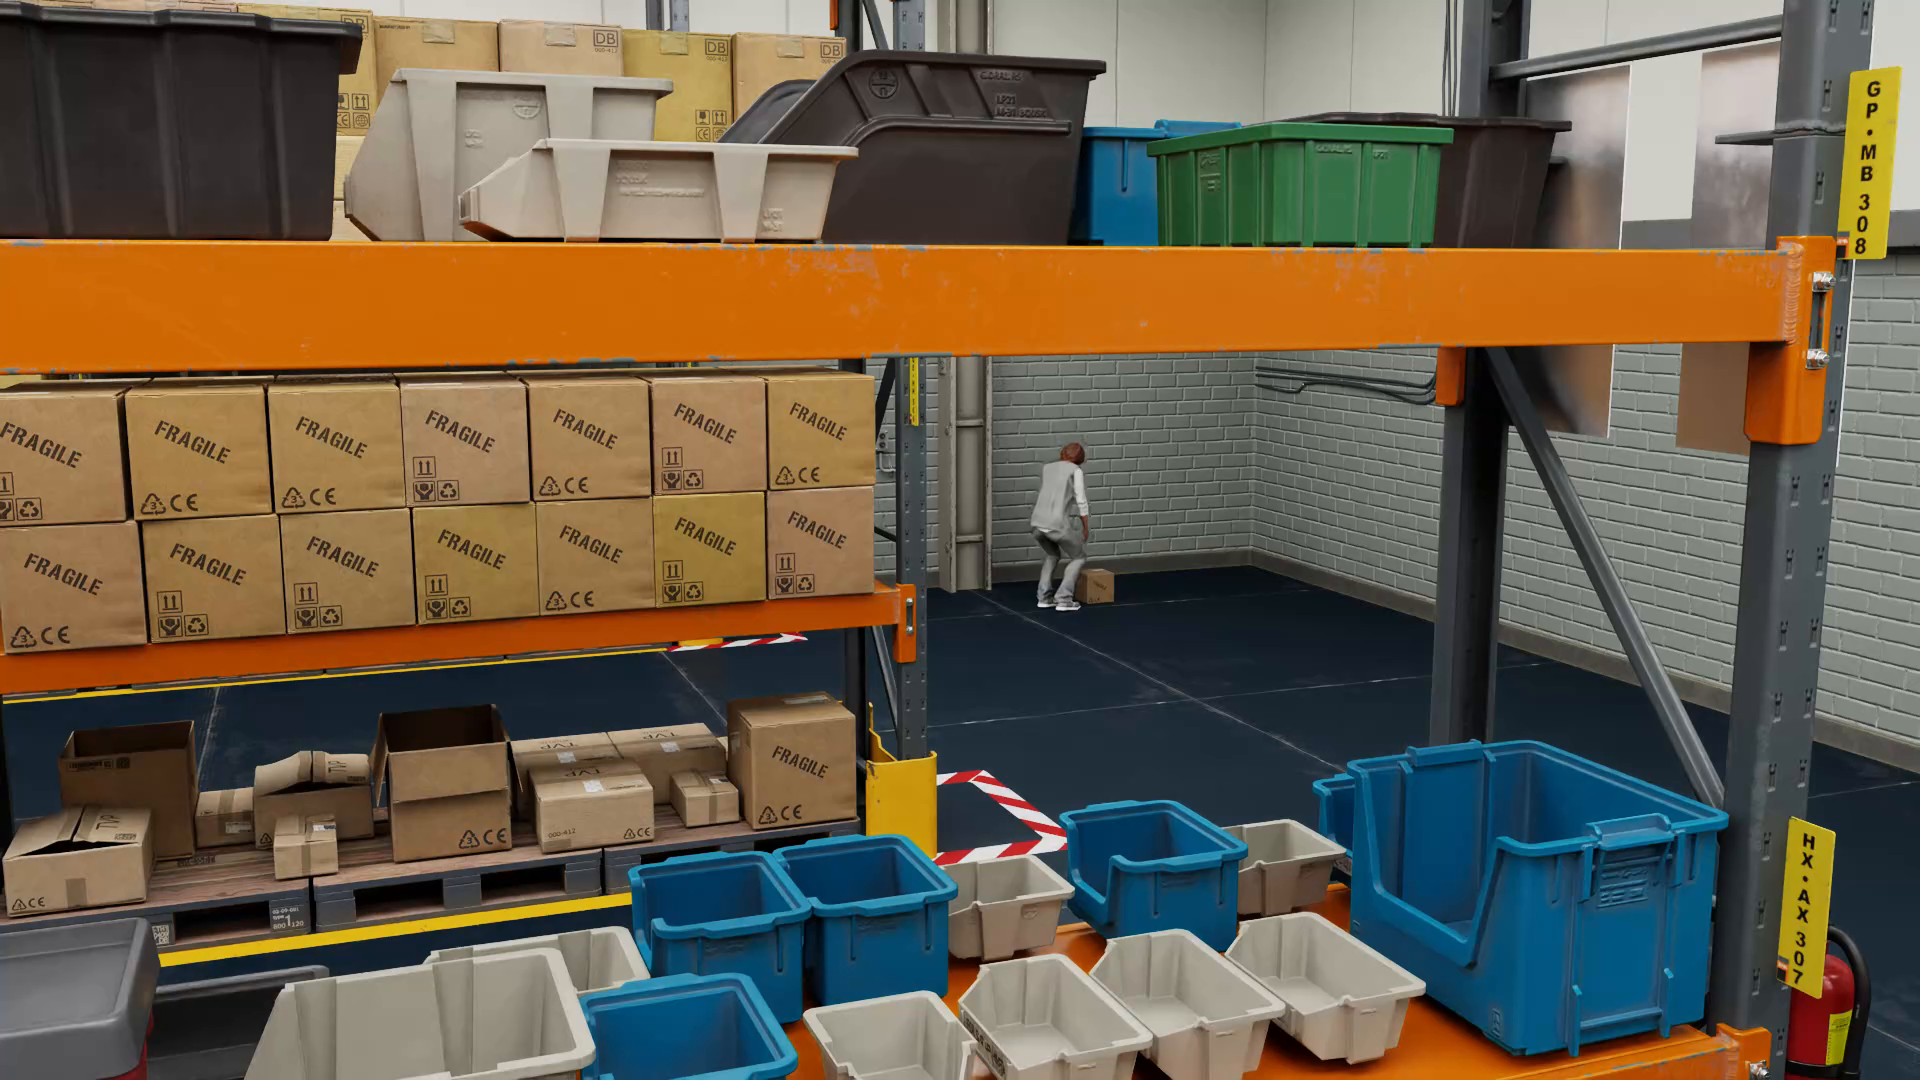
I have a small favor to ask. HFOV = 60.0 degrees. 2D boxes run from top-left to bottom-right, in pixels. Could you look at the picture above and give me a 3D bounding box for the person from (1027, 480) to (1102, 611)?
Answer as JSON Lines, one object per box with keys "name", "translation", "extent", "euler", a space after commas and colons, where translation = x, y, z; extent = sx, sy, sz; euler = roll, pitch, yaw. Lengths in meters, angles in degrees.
{"name": "person", "translation": [0.851, 0.052, 13.861], "extent": [0.458, 1.035, 0.761], "euler": [8, 12, 42]}
